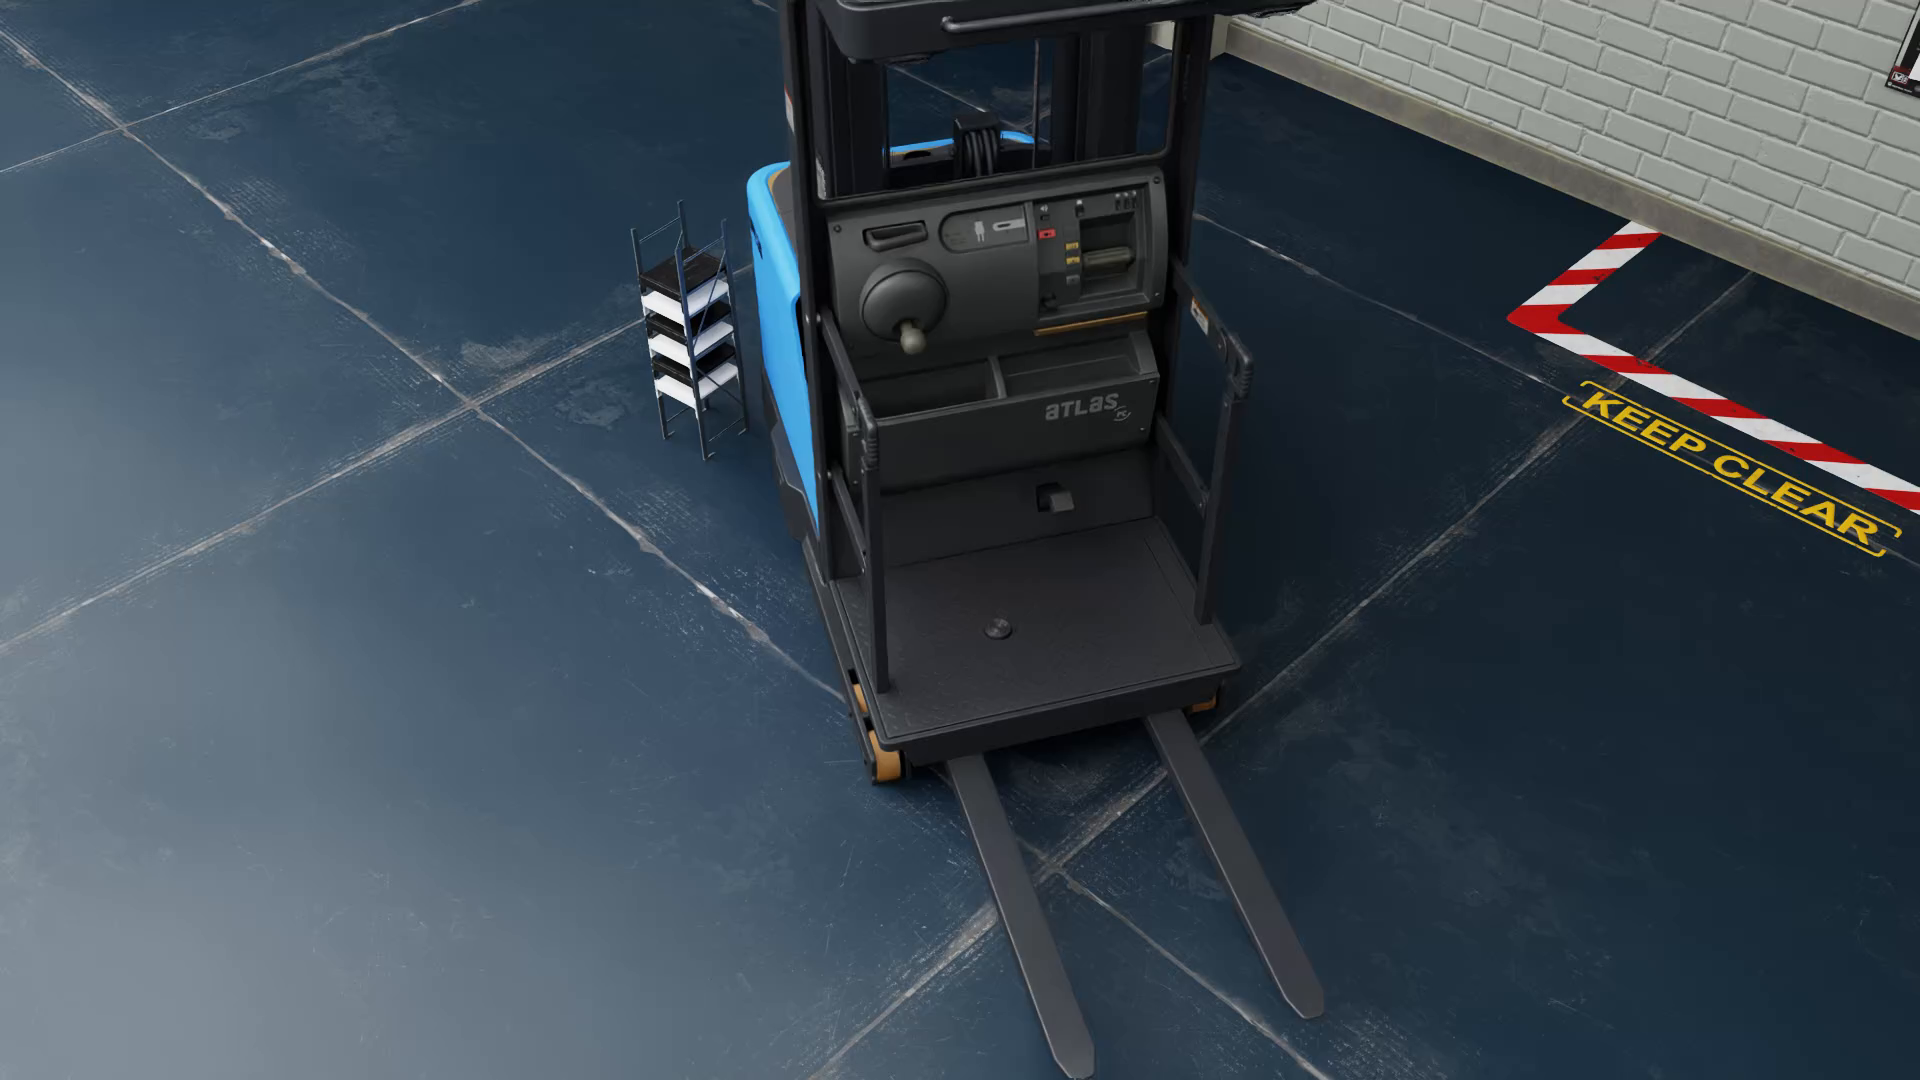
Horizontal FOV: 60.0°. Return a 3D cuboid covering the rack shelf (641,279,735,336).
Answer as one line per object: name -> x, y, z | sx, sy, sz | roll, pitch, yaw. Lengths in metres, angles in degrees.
rack shelf -> -0.941, -0.834, 5.773 | 0.200, 0.077, 0.258 | 27, 49, 26

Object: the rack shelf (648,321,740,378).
rack shelf -> -0.941, -0.701, 5.895 | 0.200, 0.077, 0.258 | 27, 49, 26

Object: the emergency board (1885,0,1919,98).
emergency board -> 3.644, -1.951, 5.651 | 0.157, 1.169, 0.626 | -34, 53, -31

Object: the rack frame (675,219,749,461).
rack frame -> -0.861, -0.684, 5.827 | 0.006, 0.900, 0.240 | 27, 49, 26

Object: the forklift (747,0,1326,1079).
forklift -> 0.174, -0.657, 4.301 | 1.130, 2.935, 3.031 | -11, 44, -12

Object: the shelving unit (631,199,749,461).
shelving unit -> -0.941, -0.726, 5.873 | 0.210, 0.900, 0.258 | 27, 49, 26

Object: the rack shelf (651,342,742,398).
rack shelf -> -0.941, -0.635, 5.956 | 0.200, 0.077, 0.258 | 27, 49, 26

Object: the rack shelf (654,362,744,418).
rack shelf -> -0.941, -0.569, 6.017 | 0.200, 0.077, 0.258 | 27, 49, 26

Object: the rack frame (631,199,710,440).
rack frame -> -1.022, -0.768, 5.918 | 0.006, 0.900, 0.240 | 27, 49, 26

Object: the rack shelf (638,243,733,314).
rack shelf -> -0.941, -0.900, 5.712 | 0.200, 0.077, 0.258 | 27, 49, 26

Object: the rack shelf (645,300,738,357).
rack shelf -> -0.941, -0.768, 5.834 | 0.200, 0.077, 0.258 | 27, 49, 26

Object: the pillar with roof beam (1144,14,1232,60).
pillar with roof beam -> -1.929, -3.755, 3.183 | 9.100, 9.000, 0.400 | -34, 53, -31

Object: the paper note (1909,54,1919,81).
paper note -> 3.562, -1.732, 6.064 | 0.016, 0.148, 0.142 | -34, 53, -31
